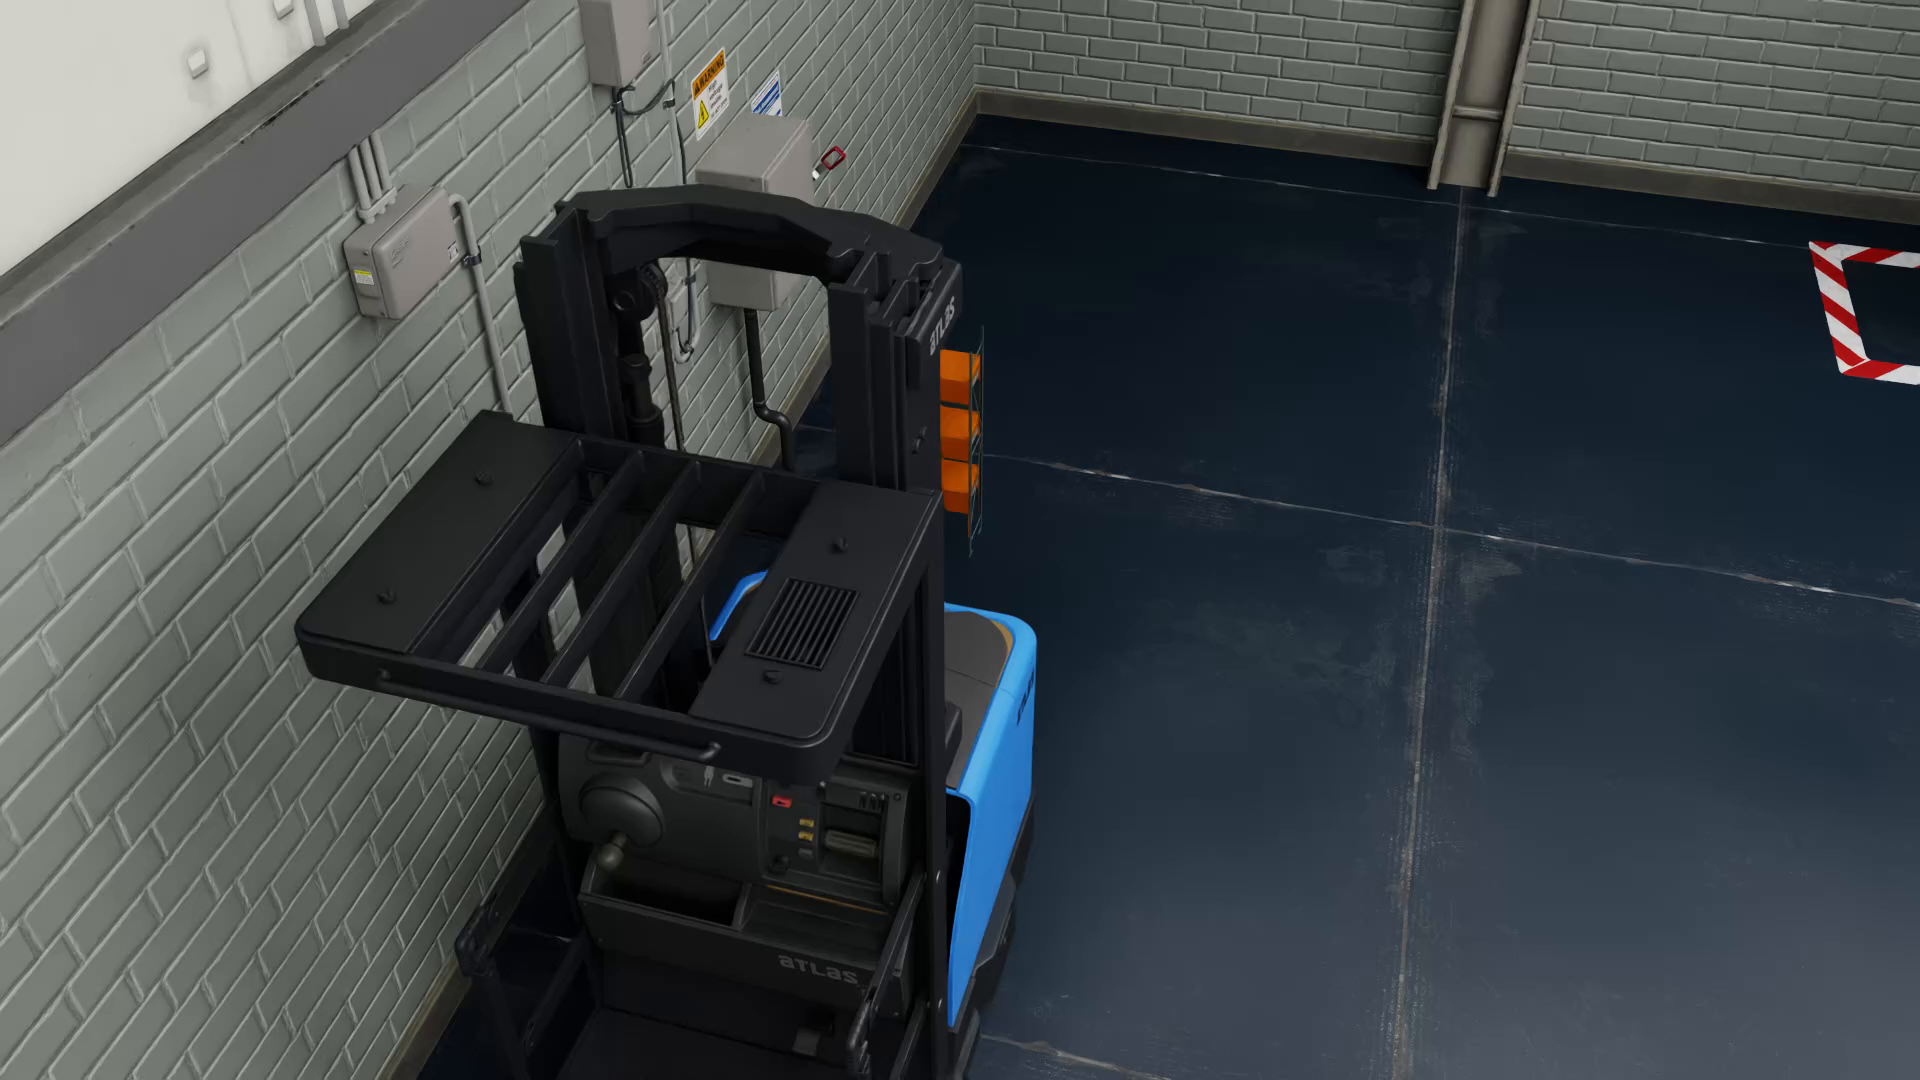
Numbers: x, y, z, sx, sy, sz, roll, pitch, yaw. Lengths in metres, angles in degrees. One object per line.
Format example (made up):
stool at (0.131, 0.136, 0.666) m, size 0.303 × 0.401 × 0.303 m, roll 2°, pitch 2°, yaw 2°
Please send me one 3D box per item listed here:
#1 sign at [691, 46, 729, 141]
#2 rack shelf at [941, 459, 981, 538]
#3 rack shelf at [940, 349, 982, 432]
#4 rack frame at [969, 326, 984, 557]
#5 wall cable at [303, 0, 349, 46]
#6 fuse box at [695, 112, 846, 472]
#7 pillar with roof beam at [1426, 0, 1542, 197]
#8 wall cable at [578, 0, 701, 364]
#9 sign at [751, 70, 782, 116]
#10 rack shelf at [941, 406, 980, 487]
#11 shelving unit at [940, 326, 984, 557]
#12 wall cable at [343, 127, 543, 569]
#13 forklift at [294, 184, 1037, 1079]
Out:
sign at (-0.942, -1.688, 6.286) m, size 0.001 × 0.242 × 0.339 m, roll 10°, pitch 41°, yaw 11°
rack shelf at (-0.052, -0.190, 7.109) m, size 0.240 × 0.259 × 0.215 m, roll 10°, pitch 41°, yaw 11°
rack shelf at (-0.052, -0.620, 6.747) m, size 0.240 × 0.259 × 0.215 m, roll 10°, pitch 41°, yaw 11°
rack frame at (0.066, -0.391, 6.899) m, size 0.008 × 1.050 × 0.200 m, roll 10°, pitch 41°, yaw 11°
wall cable at (-1.526, -2.236, 2.915) m, size 0.029 × 3.000 × 0.463 m, roll 10°, pitch 41°, yaw 11°
fuse box at (-0.728, -0.879, 6.966) m, size 0.414 × 1.711 × 0.539 m, roll 10°, pitch 41°, yaw 11°
pillar with roof beam at (1.836, -2.884, 3.686) m, size 0.400 × 9.000 × 9.100 m, roll 10°, pitch 41°, yaw 11°
wall cable at (-1.056, -1.363, 5.751) m, size 0.122 × 1.984 × 0.588 m, roll 10°, pitch 41°, yaw 11°
sign at (-0.800, -1.677, 6.988) m, size 0.001 × 0.494 × 0.329 m, roll 10°, pitch 41°, yaw 11°
rack shelf at (-0.052, -0.403, 6.930) m, size 0.240 × 0.259 × 0.215 m, roll 10°, pitch 41°, yaw 11°
shelving unit at (-0.052, -0.411, 6.923) m, size 0.252 × 1.050 × 0.215 m, roll 10°, pitch 41°, yaw 11°
wall cable at (-1.412, -0.492, 4.689) m, size 0.123 × 1.953 × 0.585 m, roll 10°, pitch 41°, yaw 11°
forklift at (-0.639, 0.776, 4.046) m, size 1.130 × 2.935 × 3.031 m, roll 10°, pitch 41°, yaw 12°
